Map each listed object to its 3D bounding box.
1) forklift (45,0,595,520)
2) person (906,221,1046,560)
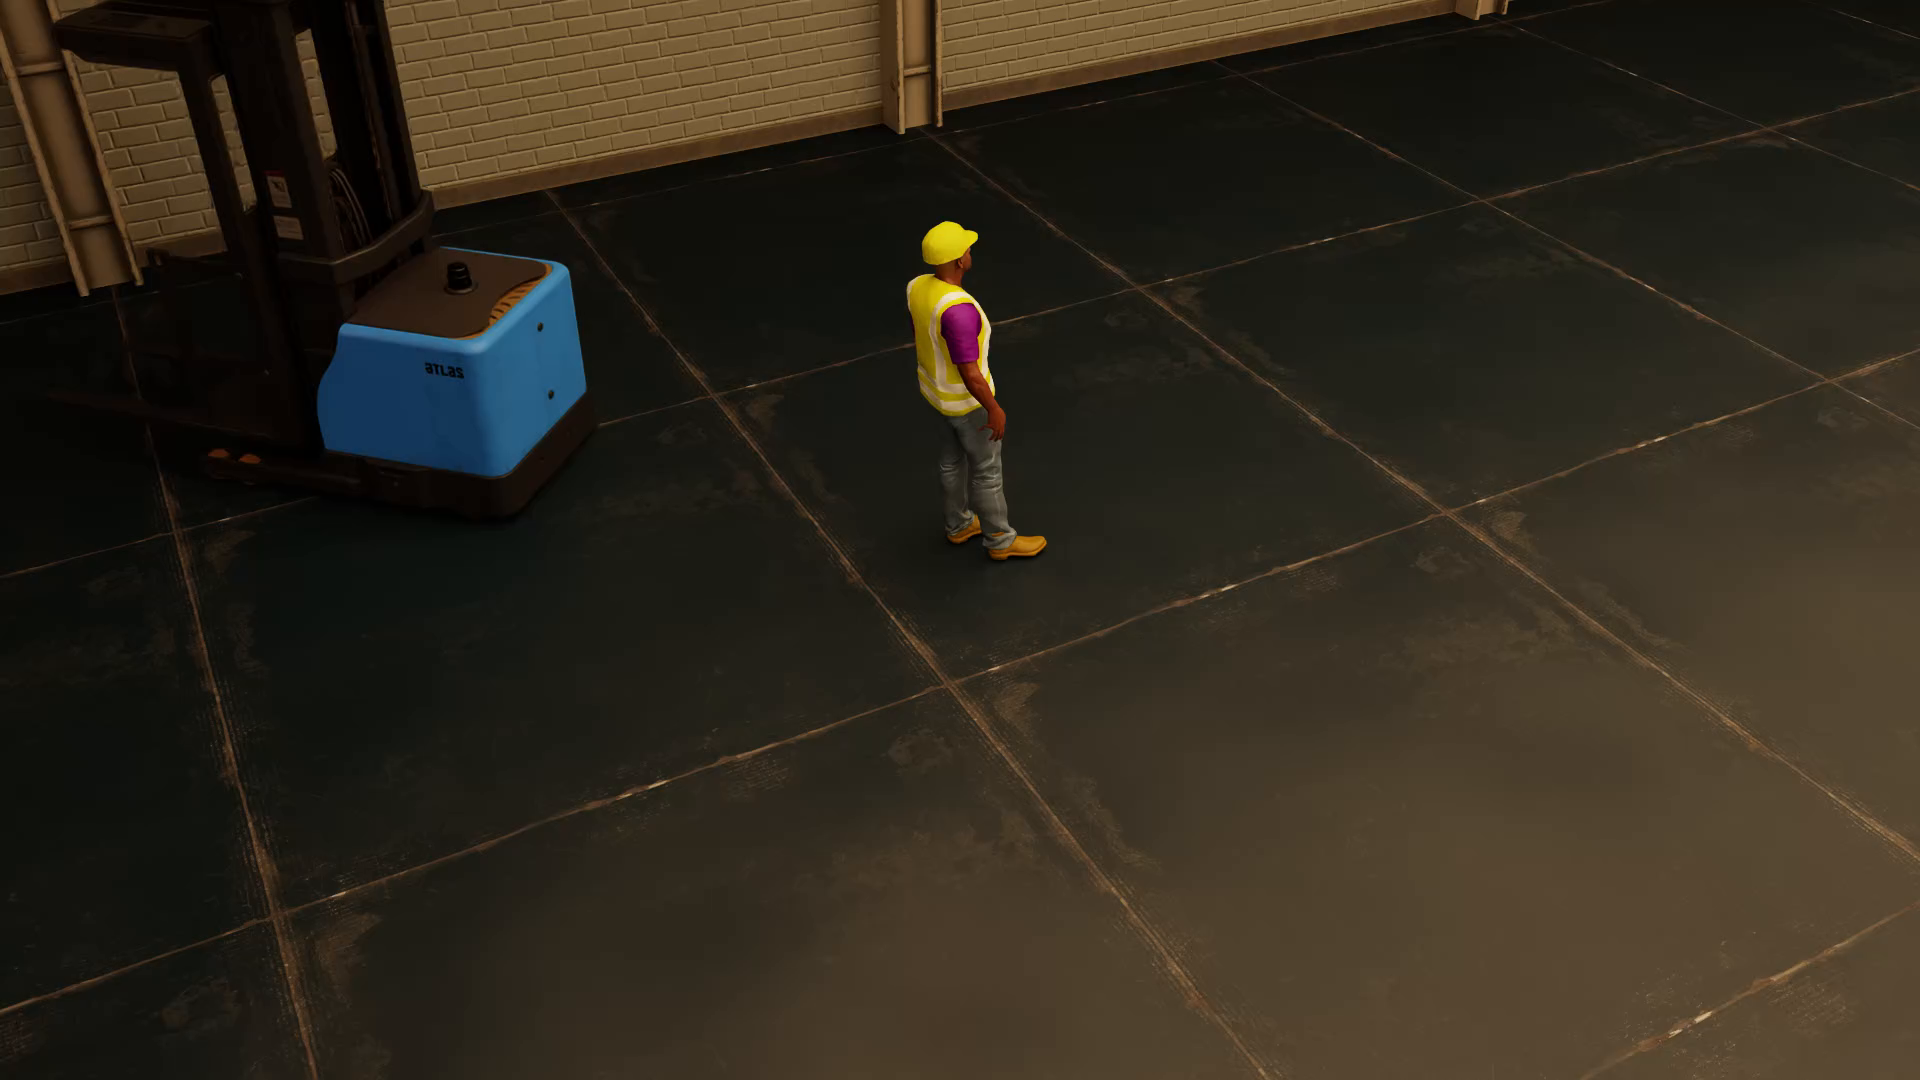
[{"bbox_3d":[-3.651,-1.779,8.639,3.031,2.935,1.130,9,36,13],"label":"forklift"},{"bbox_3d":[0.065,-0.743,8.171,0.575,1.768,0.665,-17,39,-23],"label":"person"}]
